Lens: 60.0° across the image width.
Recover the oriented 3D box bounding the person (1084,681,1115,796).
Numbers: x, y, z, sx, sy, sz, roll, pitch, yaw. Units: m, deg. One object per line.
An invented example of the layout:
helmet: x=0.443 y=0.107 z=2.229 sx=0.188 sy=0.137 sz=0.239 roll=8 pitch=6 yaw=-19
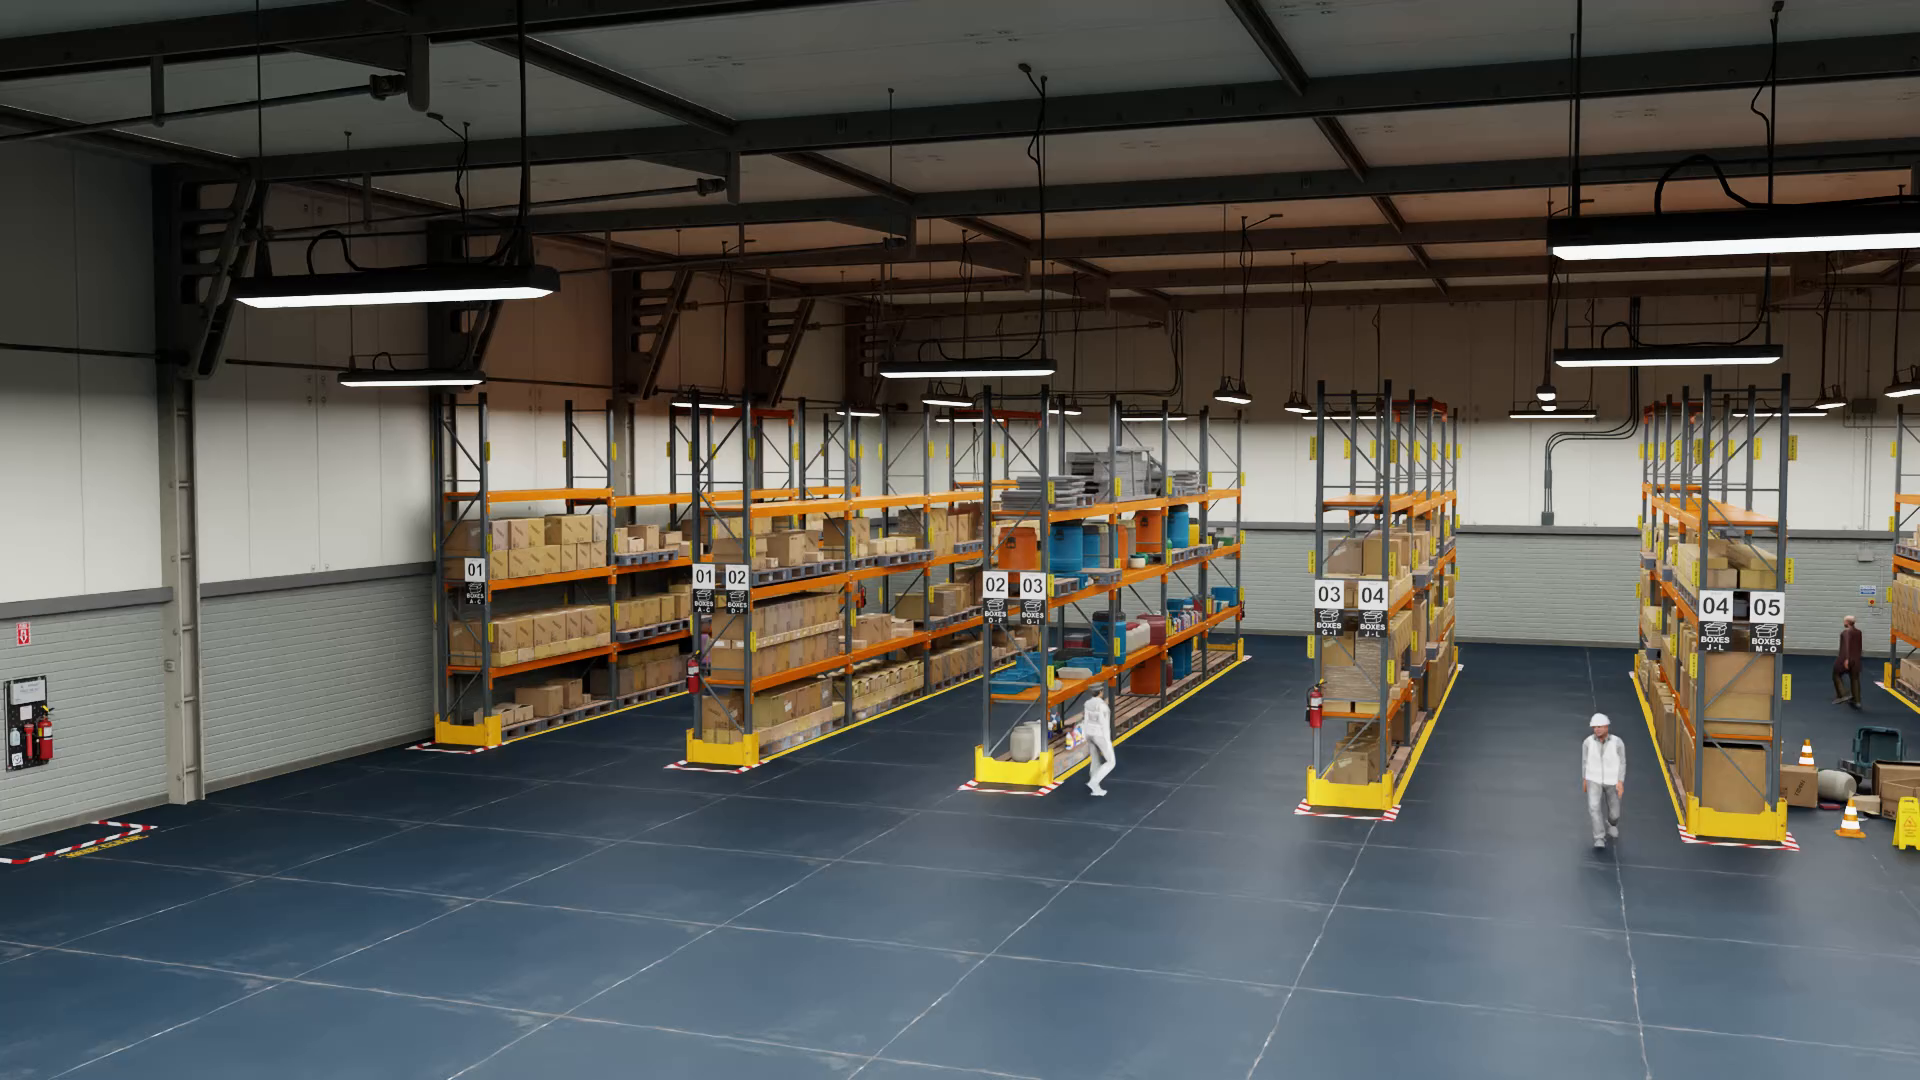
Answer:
person: x=1.981 y=2.889 z=24.155 sx=0.423 sy=1.667 sz=0.585 roll=-2 pitch=4 yaw=-31

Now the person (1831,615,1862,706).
person: x=17.501 y=2.380 z=32.637 sx=0.580 sy=1.791 sz=0.583 roll=0 pitch=3 yaw=-7

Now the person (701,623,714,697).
person: x=-5.099 y=2.456 z=32.973 sx=0.431 sy=1.607 sz=0.514 roll=2 pitch=4 yaw=32

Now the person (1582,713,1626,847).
person: x=8.210 y=3.043 z=21.210 sx=0.530 sy=1.663 sz=1.018 roll=1 pitch=3 yaw=24
